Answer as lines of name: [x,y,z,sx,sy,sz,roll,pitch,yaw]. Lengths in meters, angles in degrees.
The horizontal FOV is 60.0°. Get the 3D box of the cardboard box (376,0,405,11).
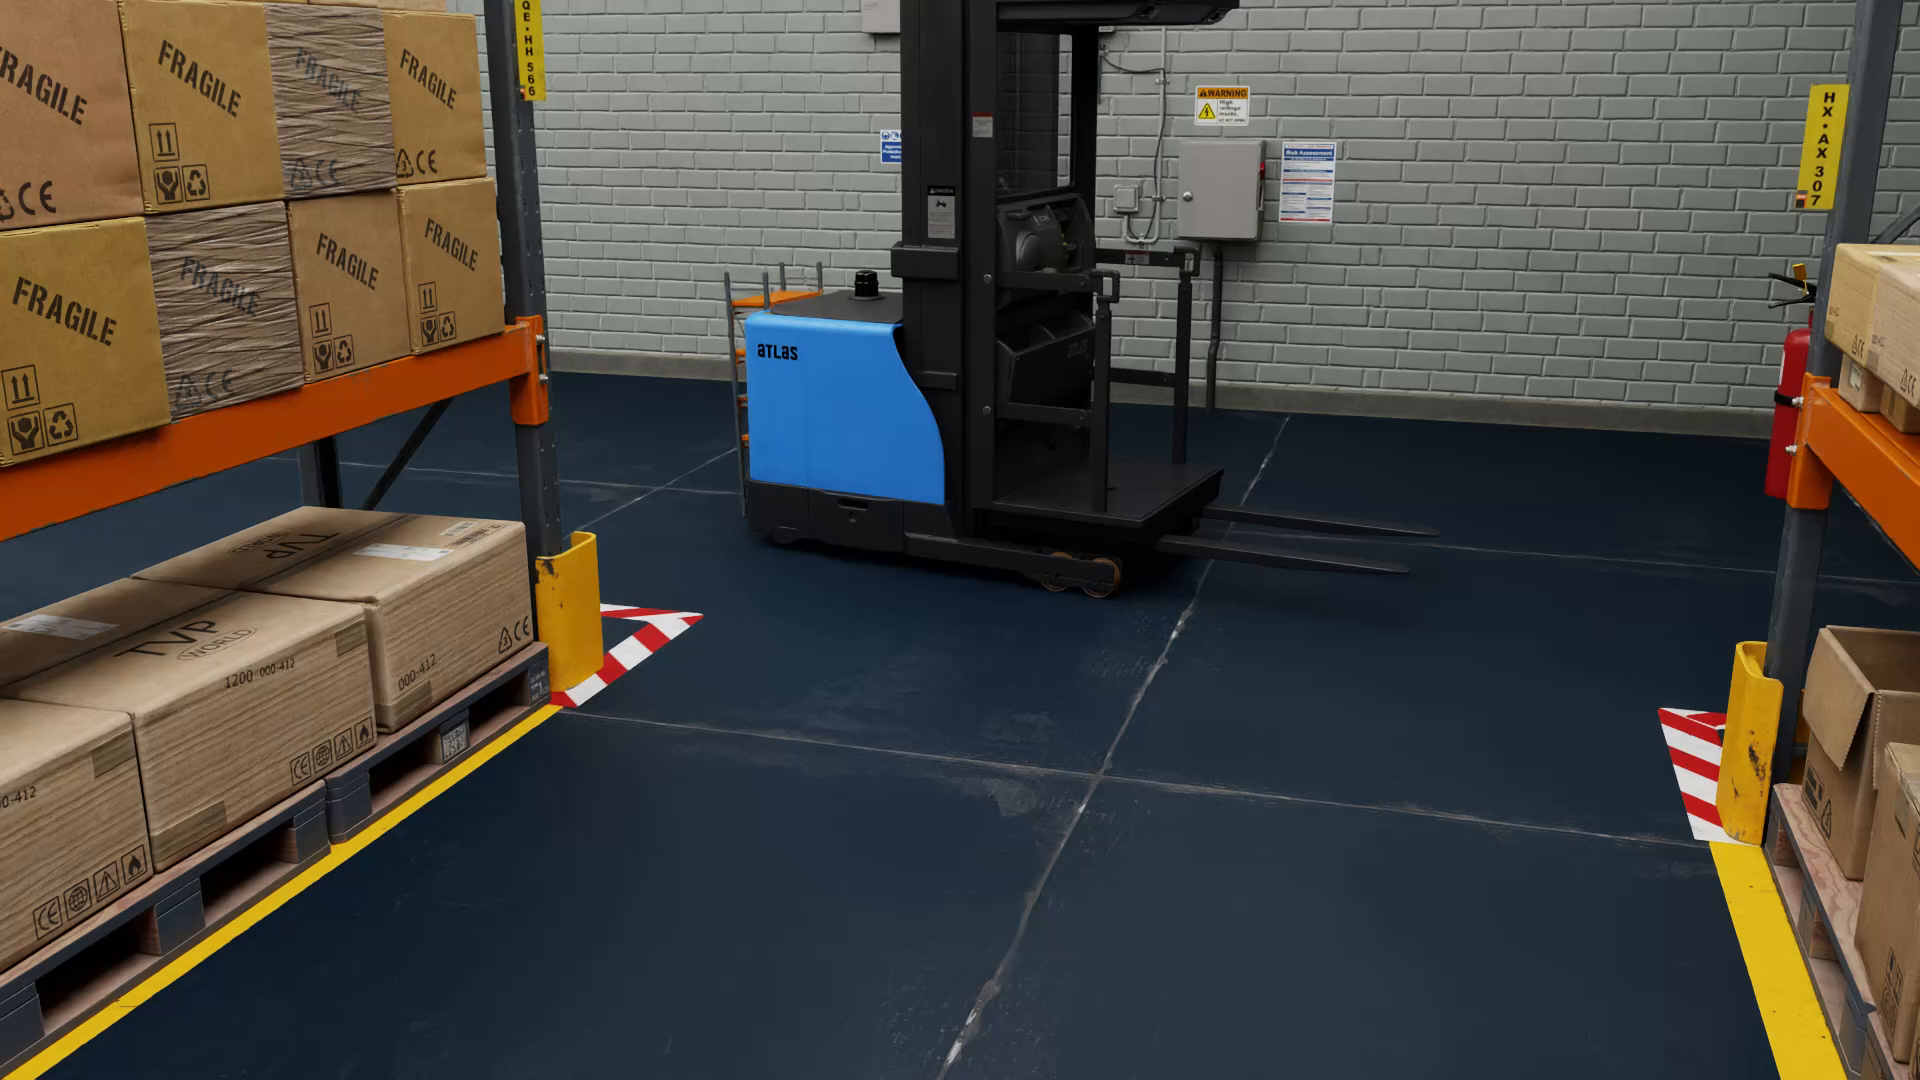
cardboard box: [-1.882,-1.643,4.920,0.380,0.149,0.250,5,17,17]

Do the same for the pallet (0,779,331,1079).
pallet: [-2.424,0.896,4.285,1.003,0.211,1.213,5,16,16]

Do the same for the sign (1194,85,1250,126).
sign: [1.635,-2.711,10.377,0.339,0.242,0.001,5,16,16]

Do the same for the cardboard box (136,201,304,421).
cardboard box: [-2.100,-0.615,4.318,0.500,0.500,0.500,5,17,17]

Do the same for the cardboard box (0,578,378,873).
cardboard box: [-2.267,0.472,4.595,0.875,0.438,0.875,5,17,17]

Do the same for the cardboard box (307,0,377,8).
cardboard box: [-1.875,-1.569,4.659,0.380,0.149,0.250,4,16,15]

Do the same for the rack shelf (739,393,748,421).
rack shelf: [-0.880,-0.684,8.266,0.258,0.148,0.480,5,16,26]

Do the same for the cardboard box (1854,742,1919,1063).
cardboard box: [2.292,0.778,3.399,0.700,0.500,0.500,5,17,18]

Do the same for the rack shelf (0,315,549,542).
rack shelf: [-2.491,-0.110,4.039,1.077,0.370,4.000,5,16,16]

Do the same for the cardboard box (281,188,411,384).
cardboard box: [-1.963,-0.751,4.796,0.500,0.500,0.500,4,16,15]

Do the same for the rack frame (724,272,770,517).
rack frame: [-0.992,-0.690,8.039,0.240,1.200,0.015,5,16,26]

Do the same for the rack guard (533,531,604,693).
rack guard: [-1.916,0.217,6.149,1.175,0.500,0.348,5,16,16]

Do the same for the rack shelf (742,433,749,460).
rack shelf: [-0.871,-0.492,8.316,0.258,0.148,0.480,5,16,26]

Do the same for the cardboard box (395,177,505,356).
cardboard box: [-1.806,-0.881,5.254,0.500,0.500,0.500,5,17,16]

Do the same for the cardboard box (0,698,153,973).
cardboard box: [-2.525,0.707,3.764,0.875,0.438,0.875,4,16,14]

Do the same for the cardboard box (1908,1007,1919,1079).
cardboard box: [2.046,0.909,2.939,0.500,0.500,0.500,5,17,17]

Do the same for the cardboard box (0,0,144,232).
cardboard box: [-2.240,-0.964,3.717,0.500,0.500,0.500,5,16,15]

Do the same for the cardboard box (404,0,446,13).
cardboard box: [-1.833,-1.711,5.161,0.380,0.149,0.250,5,17,17]

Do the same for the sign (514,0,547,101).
sign: [-1.407,-1.605,5.434,0.100,0.325,0.005,5,16,16]

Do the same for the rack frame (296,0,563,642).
rack frame: [-1.923,-0.979,5.785,1.000,3.000,0.127,5,16,16]

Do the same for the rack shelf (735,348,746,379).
rack shelf: [-0.889,-0.900,8.210,0.258,0.148,0.480,5,16,26]

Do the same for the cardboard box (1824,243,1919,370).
cardboard box: [2.450,-0.569,4.067,0.500,0.250,0.500,5,17,16]

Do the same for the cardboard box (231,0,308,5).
cardboard box: [-1.986,-1.506,4.438,0.380,0.149,0.250,5,17,17]

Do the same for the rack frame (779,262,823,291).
rack frame: [-0.773,-0.809,8.459,0.240,1.200,0.015,5,16,26]

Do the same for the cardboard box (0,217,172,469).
cardboard box: [-2.234,-0.479,3.839,0.500,0.500,0.500,5,17,18]

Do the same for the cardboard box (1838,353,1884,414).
cardboard box: [2.481,-0.410,4.238,0.380,0.149,0.250,4,16,15]

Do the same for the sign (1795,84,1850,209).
sign: [2.317,-1.054,4.462,0.100,0.325,0.005,5,16,16]

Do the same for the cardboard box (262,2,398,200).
cardboard box: [-1.952,-1.225,4.635,0.500,0.500,0.500,5,16,16]

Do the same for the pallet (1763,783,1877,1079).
pallet: [2.590,0.975,4.007,1.003,0.211,1.213,5,16,16]

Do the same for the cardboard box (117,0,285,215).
cardboard box: [-2.096,-1.096,4.180,0.500,0.500,0.500,5,16,16]

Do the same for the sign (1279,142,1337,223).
sign: [2.162,-2.226,10.353,0.329,0.494,0.001,5,16,16]

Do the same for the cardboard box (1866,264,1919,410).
cardboard box: [2.307,-0.437,3.602,0.500,0.250,0.500,5,17,16]

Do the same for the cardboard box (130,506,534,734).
cardboard box: [-2.015,0.232,5.442,0.875,0.438,0.875,4,16,14]

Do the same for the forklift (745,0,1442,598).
forklift: [0.563,-1.333,7.157,3.031,2.935,1.130,8,18,26]

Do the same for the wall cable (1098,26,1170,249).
wall cable: [1.020,-2.838,10.477,0.588,1.984,0.122,5,16,16]

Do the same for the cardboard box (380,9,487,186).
cardboard box: [-1.832,-1.364,5.125,0.500,0.500,0.500,5,17,18]

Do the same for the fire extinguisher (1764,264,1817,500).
fire extinguisher: [2.436,-0.453,4.755,0.296,0.674,0.183,5,16,16]

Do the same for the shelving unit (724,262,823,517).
shelving unit: [-0.883,-0.749,8.249,0.258,1.200,0.503,5,16,26]

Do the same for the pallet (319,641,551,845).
pallet: [-2.075,0.577,5.407,1.003,0.211,1.213,5,16,16]

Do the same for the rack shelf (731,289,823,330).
rack shelf: [-0.899,-1.129,8.150,0.258,0.148,0.480,5,16,26]

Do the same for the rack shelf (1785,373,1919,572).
rack shelf: [2.269,0.274,2.685,1.077,0.370,4.000,5,16,16]

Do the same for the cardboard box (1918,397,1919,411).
cardboard box: [2.166,-0.304,3.133,0.500,0.250,0.500,4,16,15]

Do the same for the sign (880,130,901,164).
sign: [-0.372,-2.606,11.026,0.327,0.218,0.001,5,16,16]

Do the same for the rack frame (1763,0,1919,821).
rack frame: [2.837,-0.595,4.432,1.000,3.000,0.127,5,16,16]

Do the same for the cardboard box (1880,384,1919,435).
cardboard box: [2.453,-0.340,3.991,0.380,0.149,0.250,5,17,17]

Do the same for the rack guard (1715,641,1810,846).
rack guard: [2.816,0.627,4.703,1.175,0.500,0.348,5,16,16]

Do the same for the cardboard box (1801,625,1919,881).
cardboard box: [2.572,0.556,4.177,0.797,0.503,0.637,4,16,14]

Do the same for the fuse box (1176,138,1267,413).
fuse box: [1.630,-1.636,10.460,0.539,1.711,0.414,5,16,16]

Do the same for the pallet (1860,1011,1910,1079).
pallet: [2.241,1.293,2.885,1.003,0.211,1.213,5,16,16]

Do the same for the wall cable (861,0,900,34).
wall cable: [-0.343,-2.960,10.850,0.585,1.953,0.123,5,16,16]
